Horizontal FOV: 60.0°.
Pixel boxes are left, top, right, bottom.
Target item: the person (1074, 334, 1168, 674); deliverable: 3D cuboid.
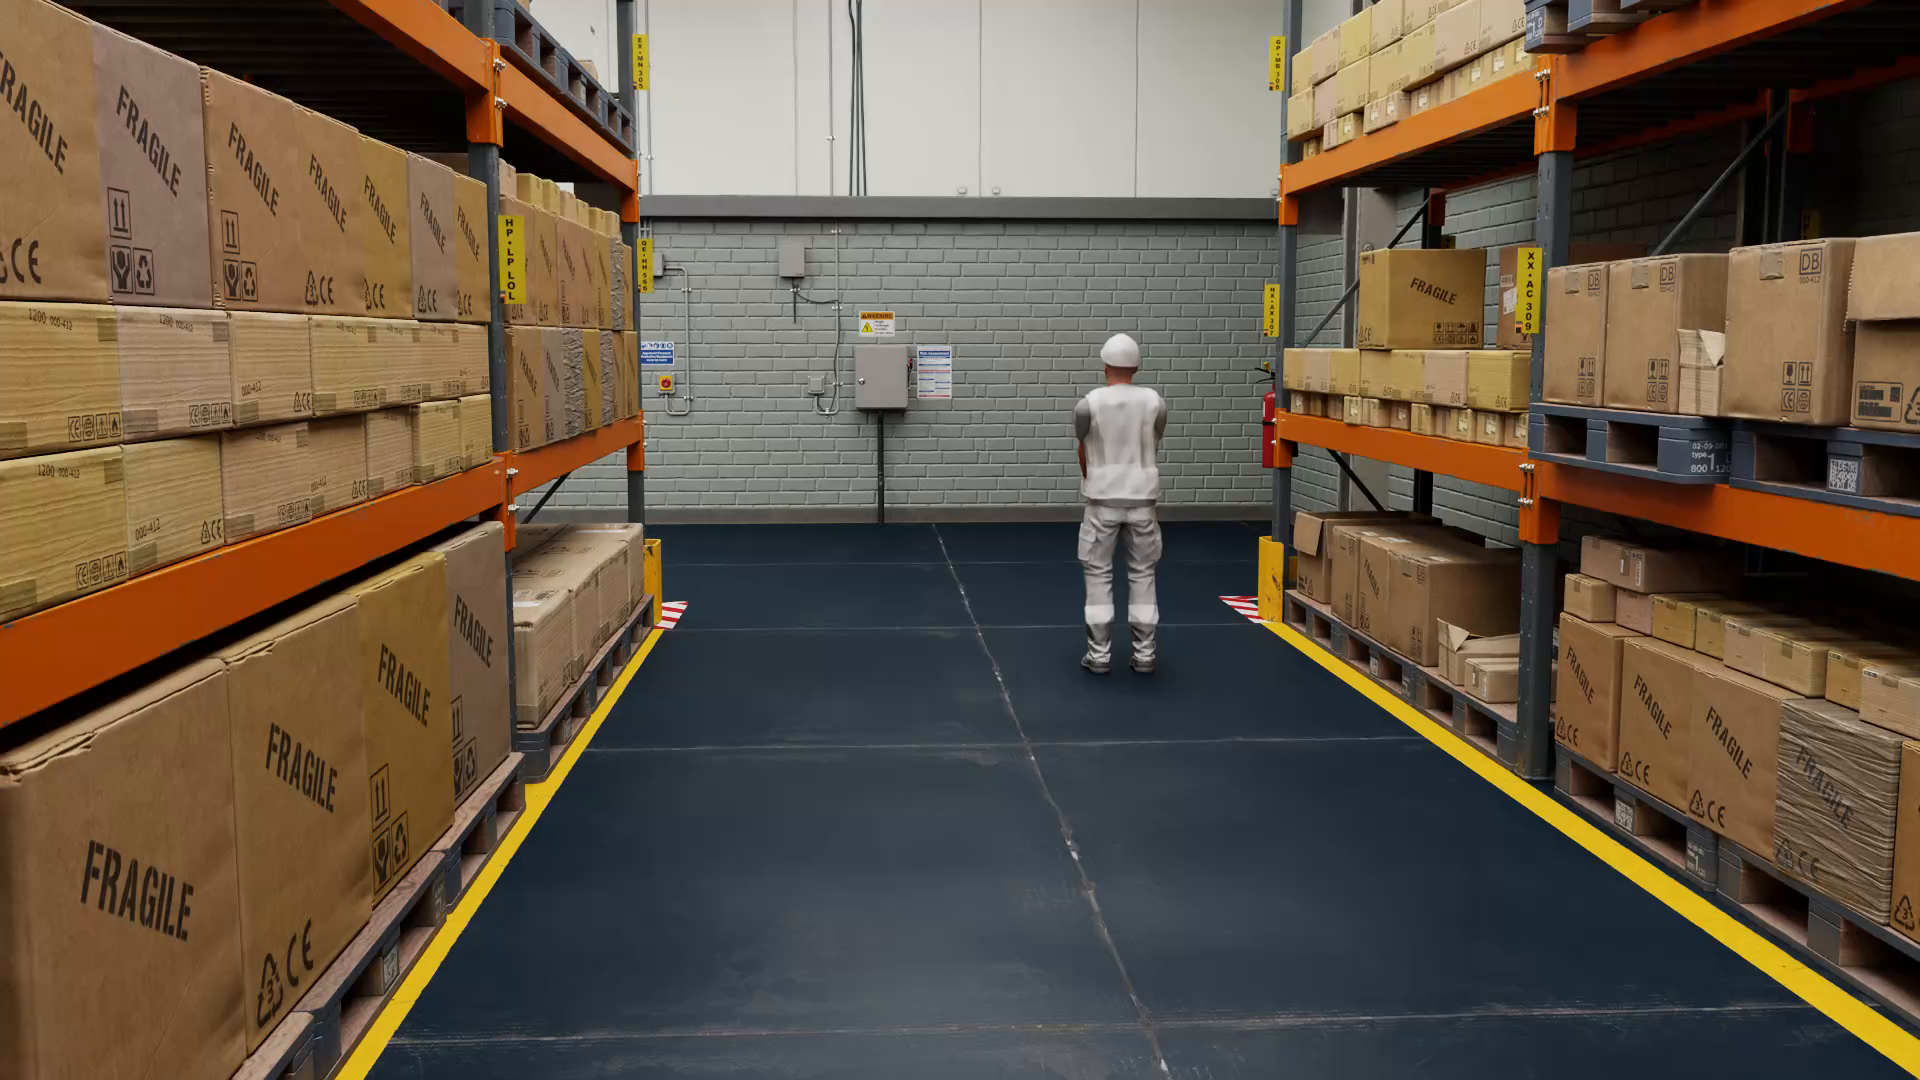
[{"bbox_3d":[0.832,-0.201,8.855,0.494,1.782,0.569,0,7,-3],"label":"person"}]
